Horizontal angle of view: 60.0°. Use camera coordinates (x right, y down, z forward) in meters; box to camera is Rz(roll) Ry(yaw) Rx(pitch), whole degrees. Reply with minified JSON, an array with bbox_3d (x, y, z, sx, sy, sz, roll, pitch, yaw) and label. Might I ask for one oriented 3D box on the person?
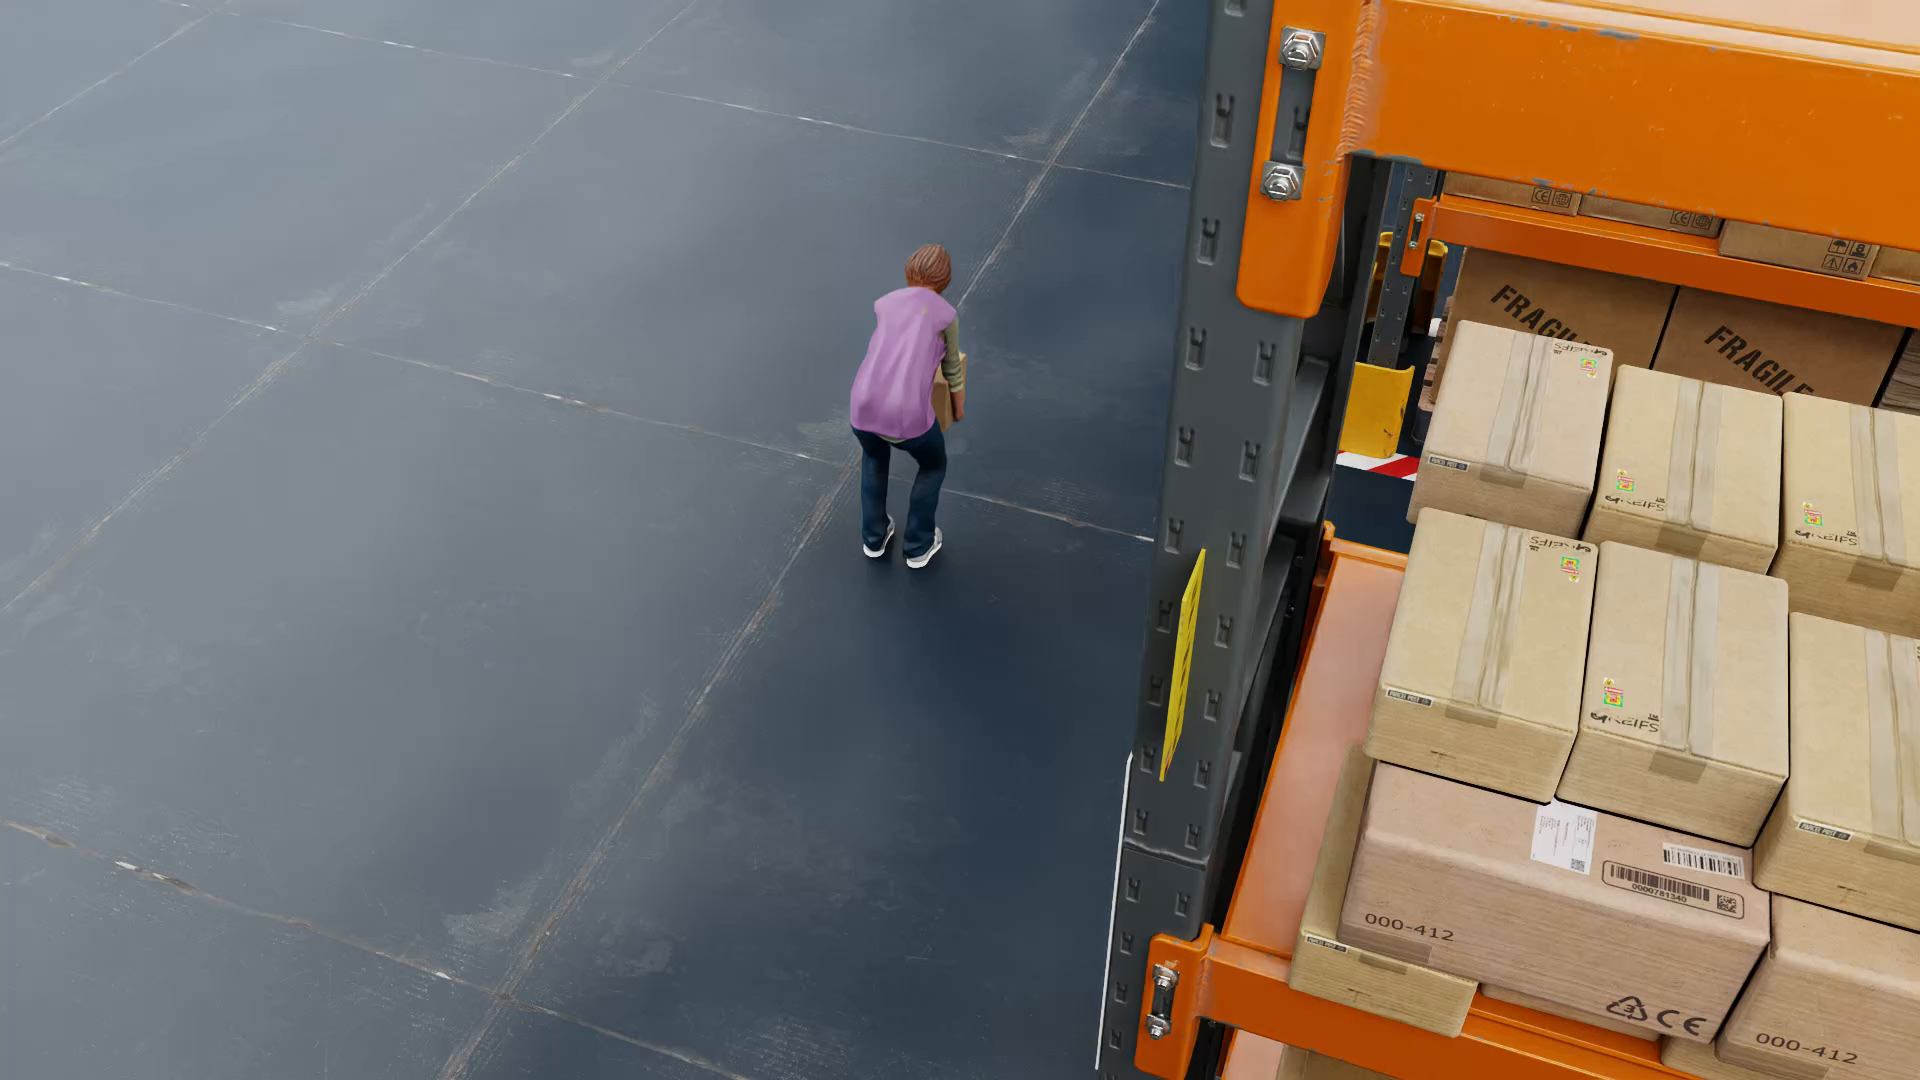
[{"bbox_3d":[-0.199,-0.539,7.029,0.387,1.246,0.797,13,44,13],"label":"person"}]
